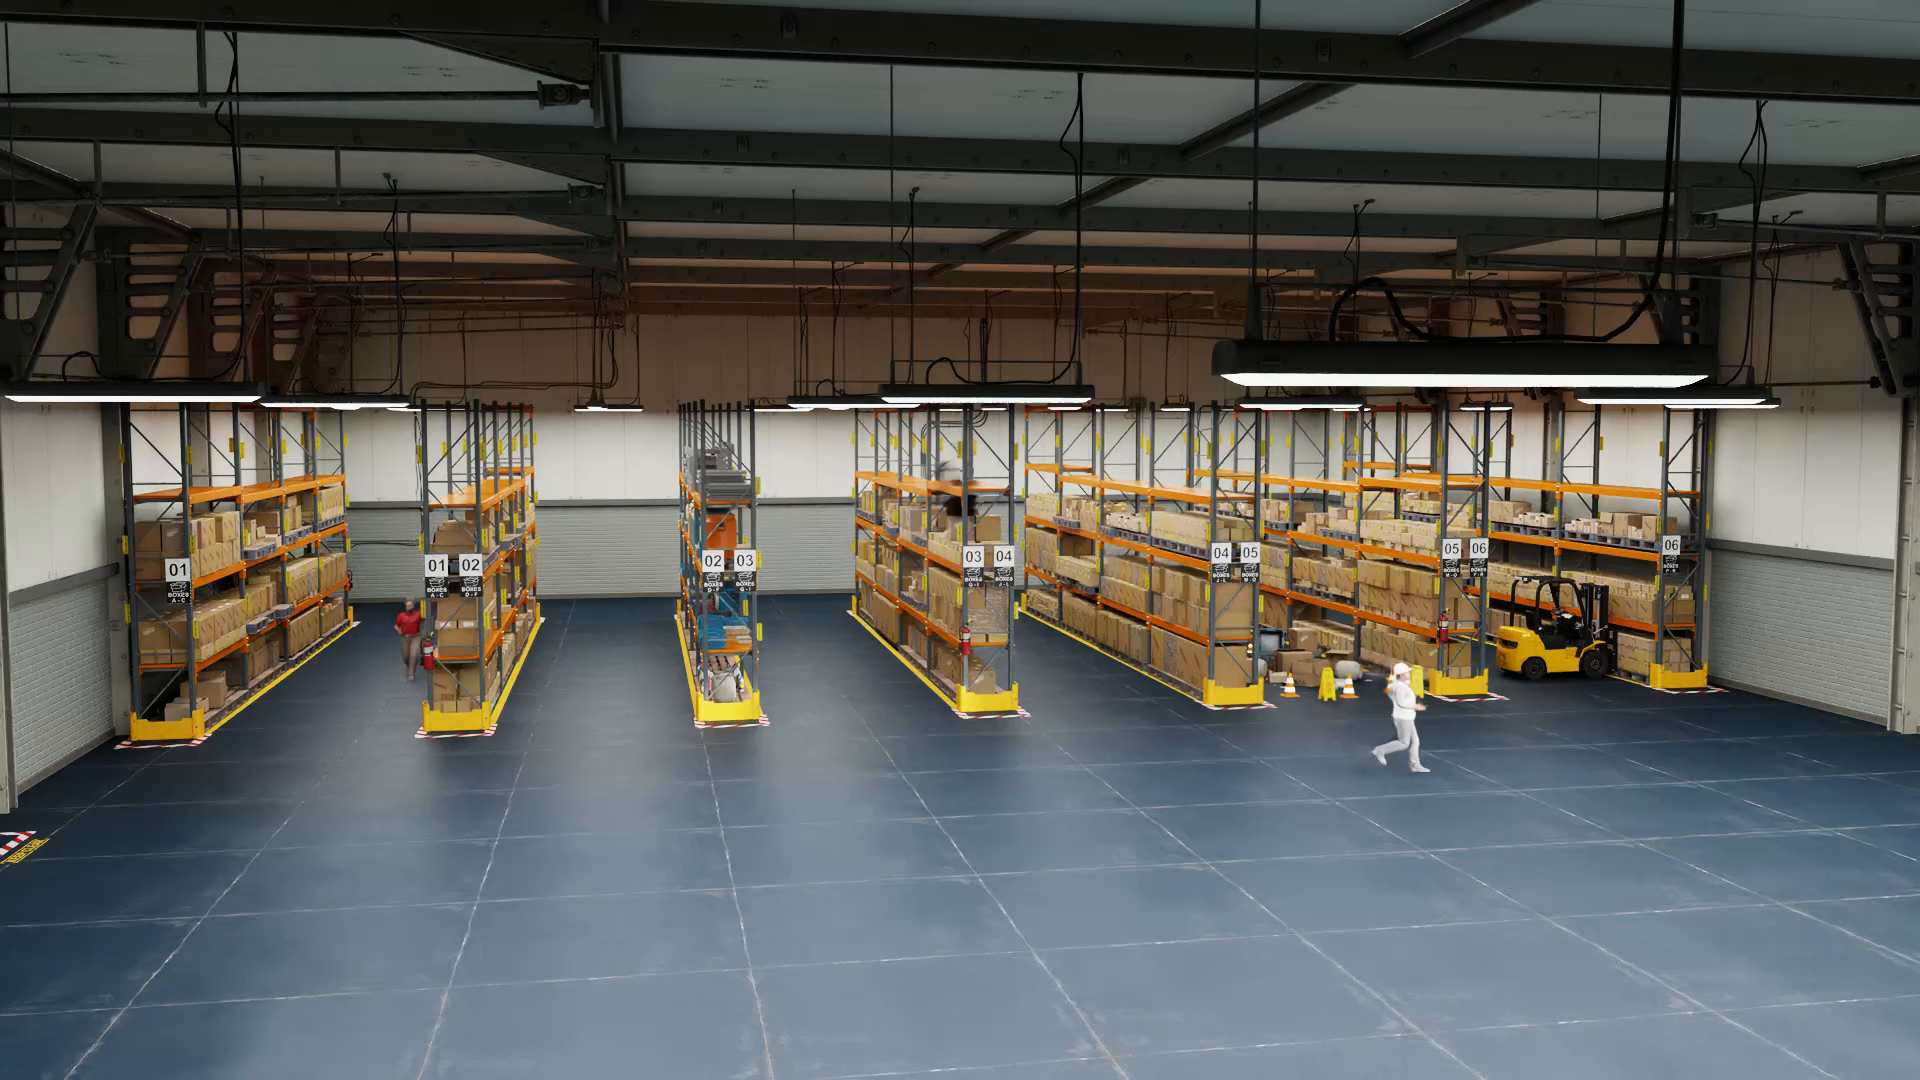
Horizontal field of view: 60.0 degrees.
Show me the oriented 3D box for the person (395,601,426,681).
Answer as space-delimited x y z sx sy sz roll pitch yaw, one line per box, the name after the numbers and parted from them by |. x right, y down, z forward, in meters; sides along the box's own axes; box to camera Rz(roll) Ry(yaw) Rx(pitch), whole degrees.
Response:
-11.869 2.158 35.961 0.678 1.693 0.992 -1 4 -11 | person

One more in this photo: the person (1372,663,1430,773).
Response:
7.056 2.837 26.537 0.904 1.758 0.660 1 4 14 | person

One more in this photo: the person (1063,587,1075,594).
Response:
3.236 1.147 50.046 0.683 1.605 0.582 -1 4 -9 | person

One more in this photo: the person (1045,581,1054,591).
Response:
2.727 1.061 50.076 0.952 1.711 0.754 3 5 37 | person
